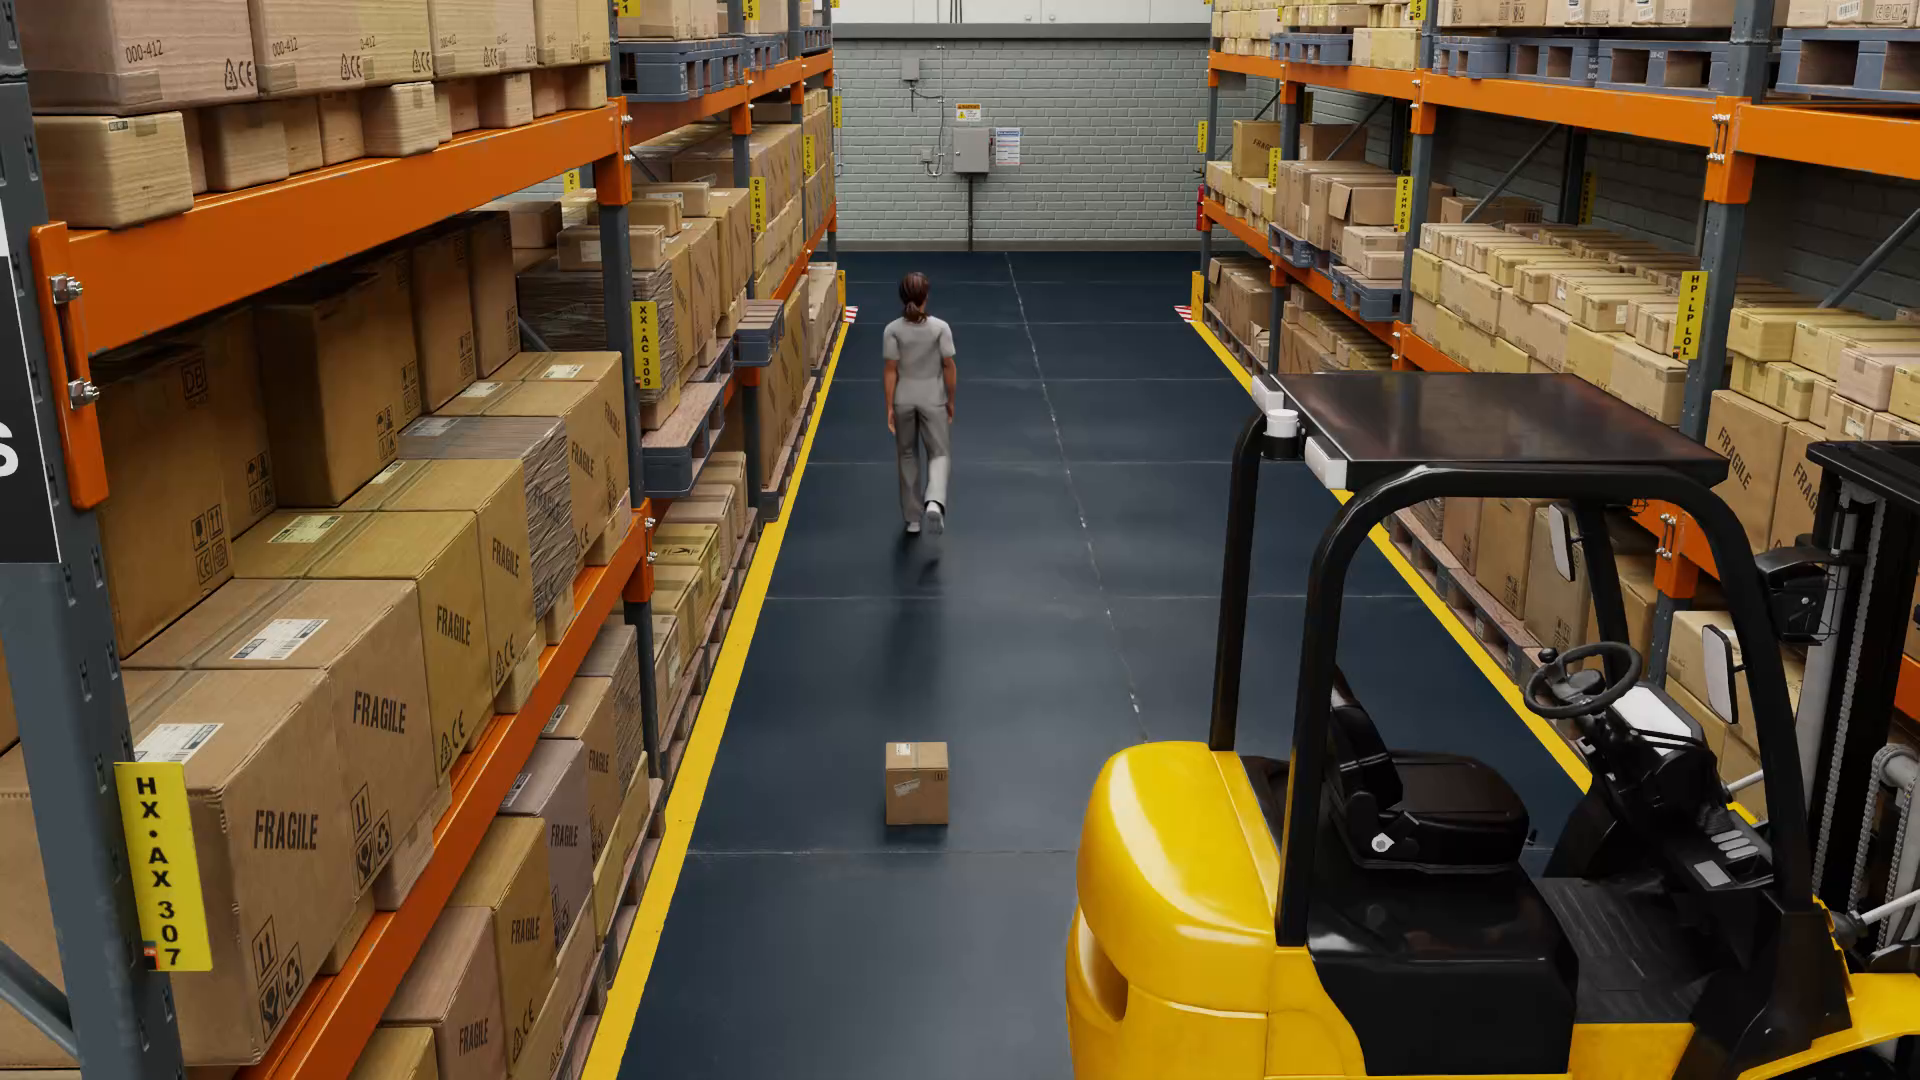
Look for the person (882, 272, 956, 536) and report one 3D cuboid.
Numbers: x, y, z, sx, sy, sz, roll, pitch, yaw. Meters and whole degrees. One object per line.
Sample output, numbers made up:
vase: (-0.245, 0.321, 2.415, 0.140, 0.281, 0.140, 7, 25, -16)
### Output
person: (-0.245, -0.807, 10.127, 0.445, 1.646, 0.783, 0, 17, 1)
